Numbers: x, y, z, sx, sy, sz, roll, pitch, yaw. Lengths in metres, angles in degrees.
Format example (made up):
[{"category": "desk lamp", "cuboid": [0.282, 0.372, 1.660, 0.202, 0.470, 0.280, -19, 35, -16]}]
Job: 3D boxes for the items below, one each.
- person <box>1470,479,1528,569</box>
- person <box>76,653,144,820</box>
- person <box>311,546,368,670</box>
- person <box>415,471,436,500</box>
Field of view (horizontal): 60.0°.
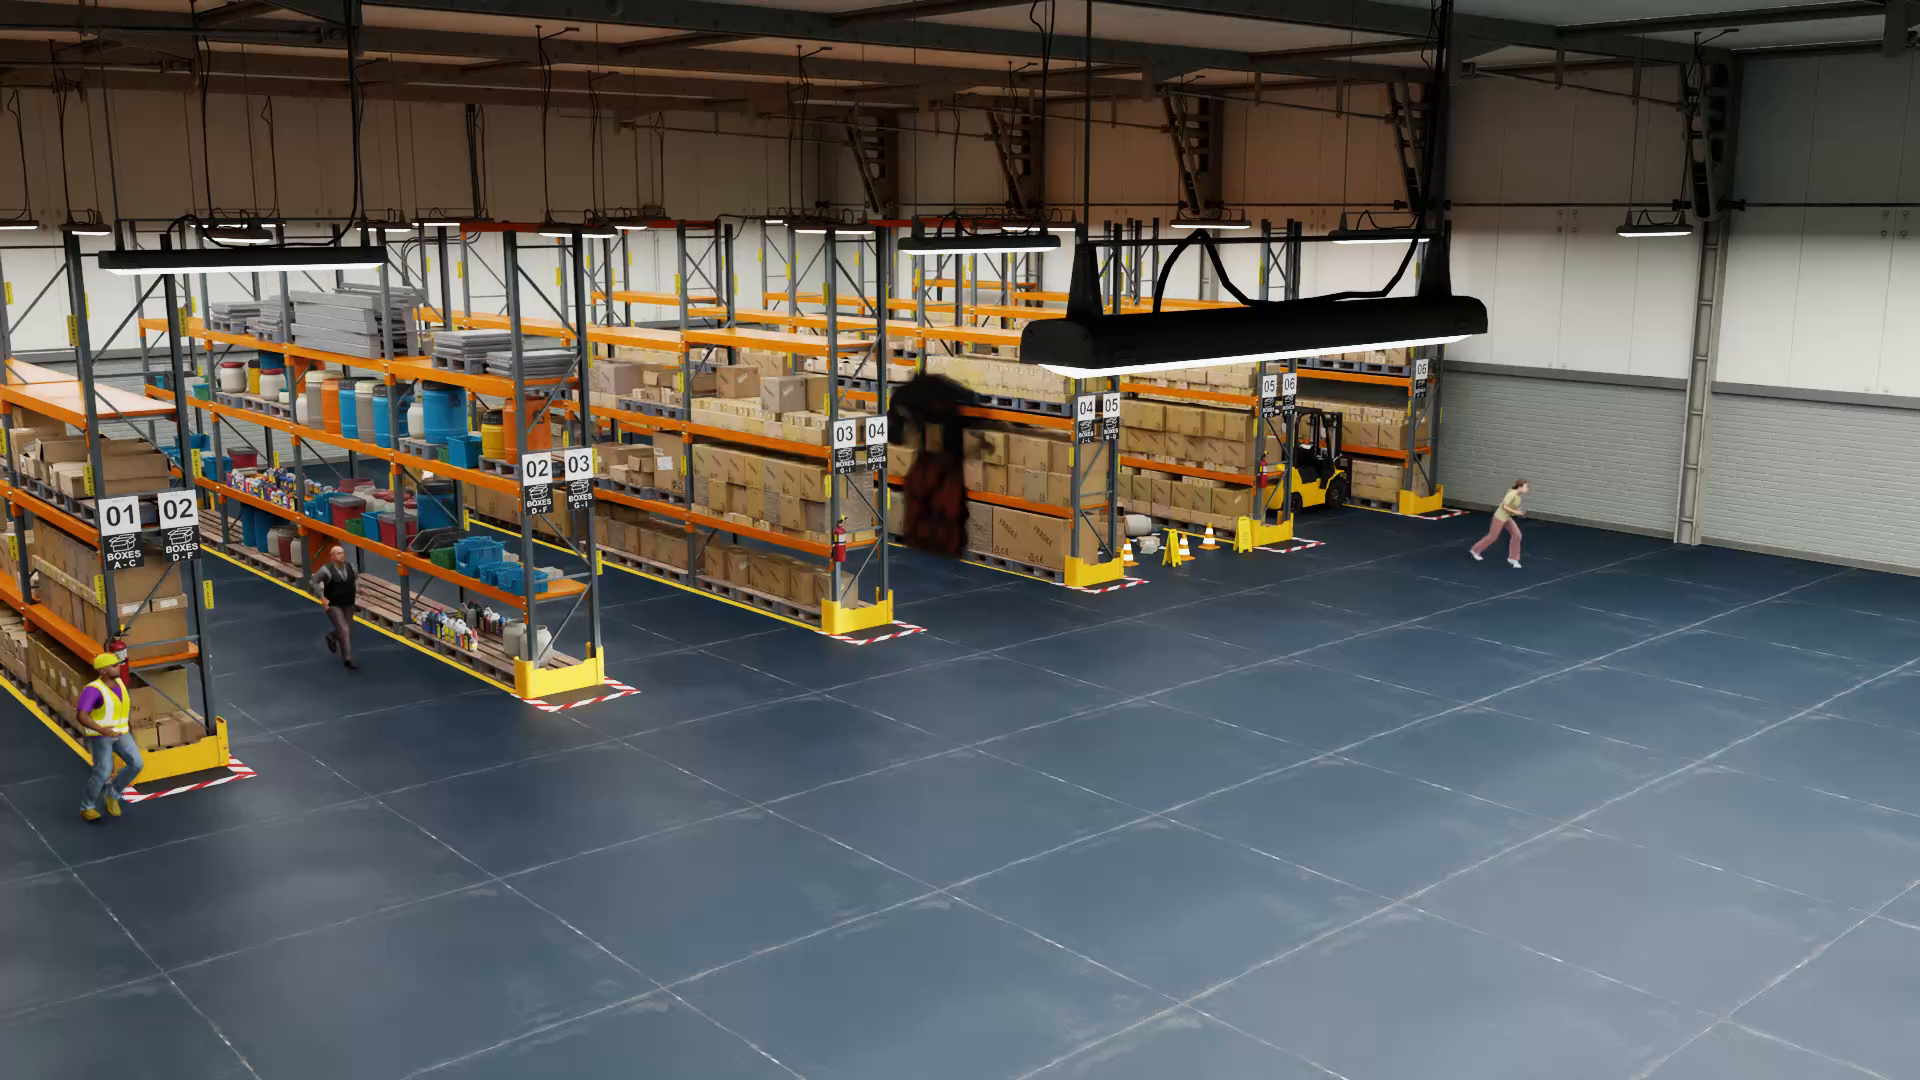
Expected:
[{"category": "person", "cuboid": [9.576, -0.321, 29.565, 0.960, 1.626, 0.619, 8, 14, 34]}, {"category": "person", "cuboid": [-8.881, 2.041, 17.426, 0.609, 1.732, 0.768, 3, 12, 16]}, {"category": "person", "cuboid": [-8.664, 0.909, 23.121, 0.882, 1.709, 0.645, 9, 14, 37]}, {"category": "person", "cuboid": [-9.301, -0.364, 29.331, 0.674, 1.738, 0.653, -11, 16, -43]}]
